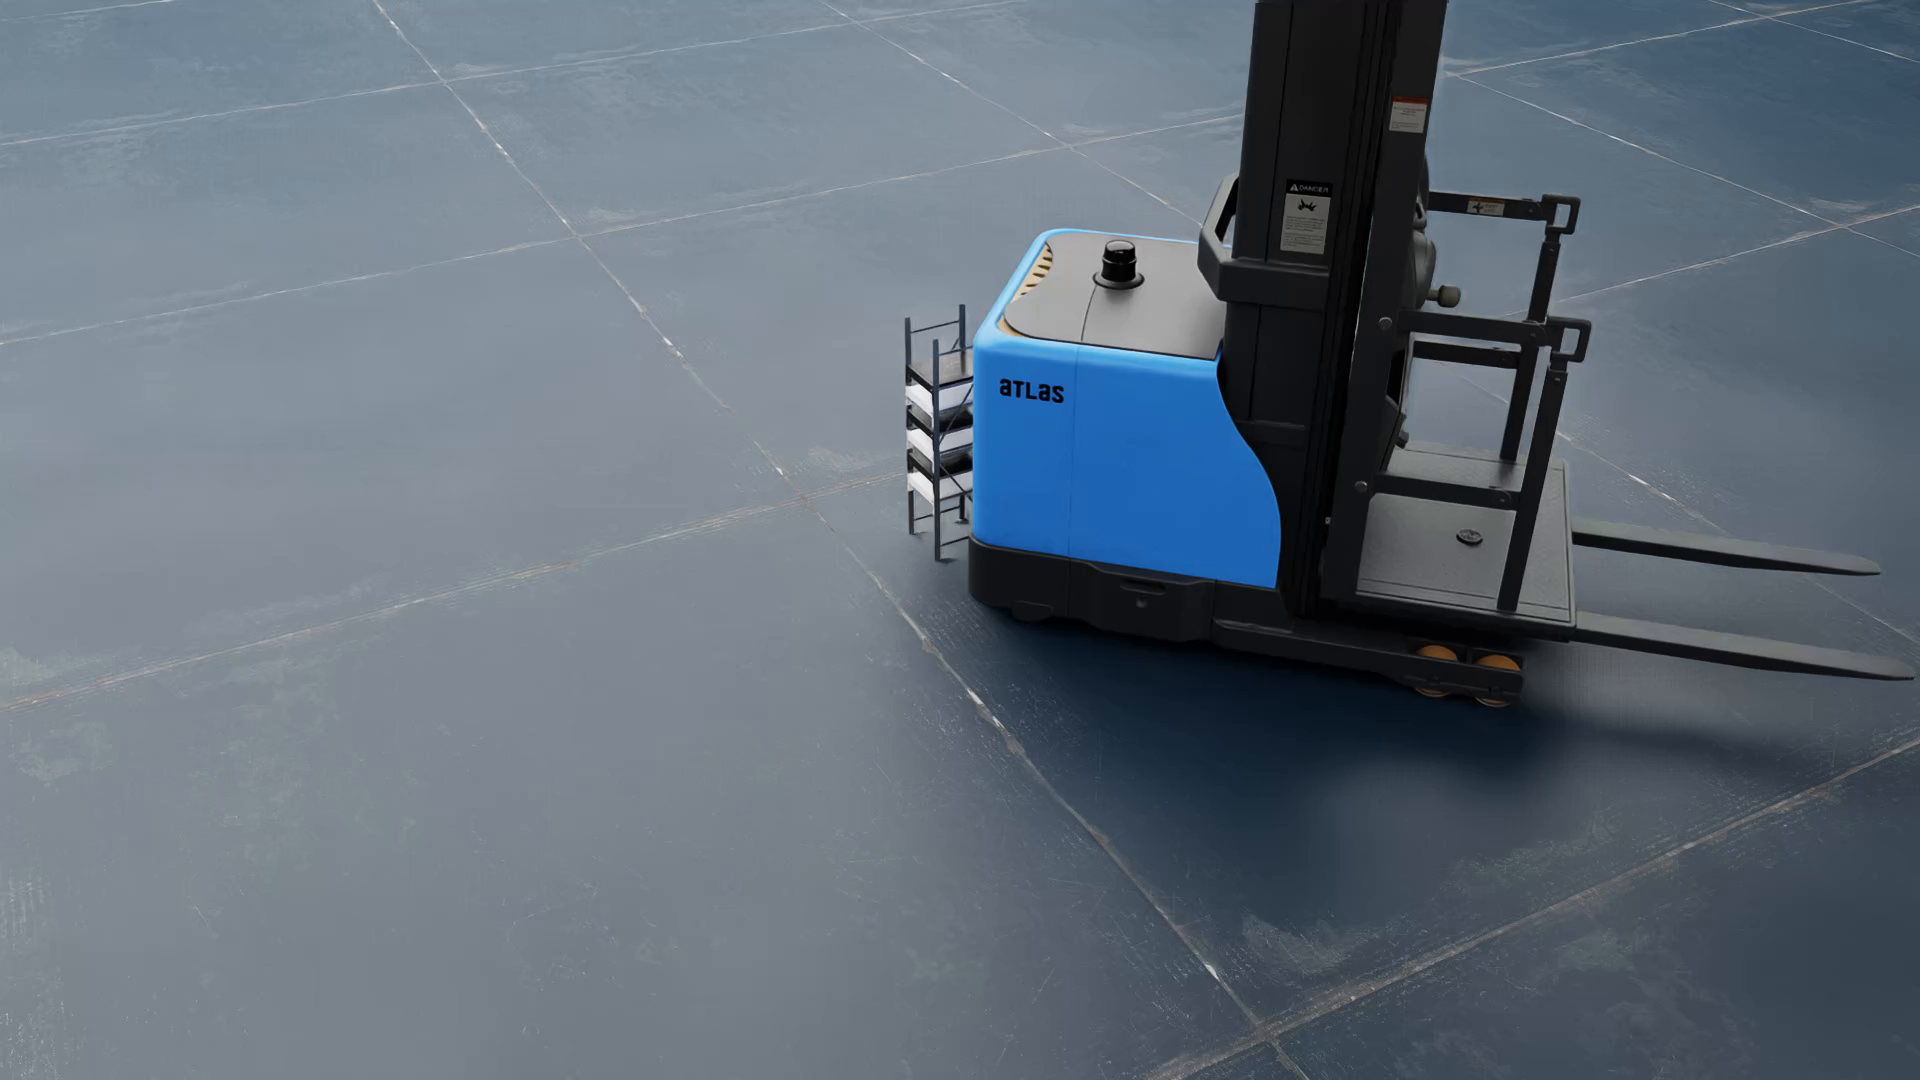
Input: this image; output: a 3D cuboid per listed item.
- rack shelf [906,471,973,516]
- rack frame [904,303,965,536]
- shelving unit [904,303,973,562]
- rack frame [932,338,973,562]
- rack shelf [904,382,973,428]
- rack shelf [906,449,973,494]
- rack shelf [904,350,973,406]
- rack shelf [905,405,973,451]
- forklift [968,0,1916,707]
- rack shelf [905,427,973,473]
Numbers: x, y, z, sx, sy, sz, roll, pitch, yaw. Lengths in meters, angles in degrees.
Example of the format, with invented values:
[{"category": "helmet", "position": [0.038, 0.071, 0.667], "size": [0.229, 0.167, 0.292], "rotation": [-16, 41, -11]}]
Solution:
[{"category": "rack shelf", "position": [-0.038, -0.200, 6.123], "size": [0.258, 0.077, 0.200], "rotation": [-17, 36, -25]}, {"category": "rack frame", "position": [-0.088, -0.427, 6.083], "size": [0.240, 0.900, 0.006], "rotation": [-17, 36, -25]}, {"category": "shelving unit", "position": [-0.038, -0.379, 6.008], "size": [0.258, 0.900, 0.210], "rotation": [-17, 36, -25]}, {"category": "rack frame", "position": [0.012, -0.332, 5.934], "size": [0.240, 0.900, 0.006], "rotation": [-17, 36, -25]}, {"category": "rack shelf", "position": [-0.038, -0.503, 5.929], "size": [0.258, 0.077, 0.200], "rotation": [-17, 36, -25]}, {"category": "rack shelf", "position": [-0.038, -0.276, 6.075], "size": [0.258, 0.077, 0.200], "rotation": [-17, 36, -25]}, {"category": "rack shelf", "position": [-0.038, -0.579, 5.880], "size": [0.258, 0.077, 0.200], "rotation": [-17, 36, -25]}, {"category": "rack shelf", "position": [-0.038, -0.427, 5.977], "size": [0.258, 0.077, 0.200], "rotation": [-17, 36, -25]}, {"category": "forklift", "position": [1.604, -1.012, 5.112], "size": [3.031, 2.935, 1.130], "rotation": [9, 34, 13]}, {"category": "rack shelf", "position": [-0.038, -0.351, 6.026], "size": [0.258, 0.077, 0.200], "rotation": [-17, 36, -25]}]
